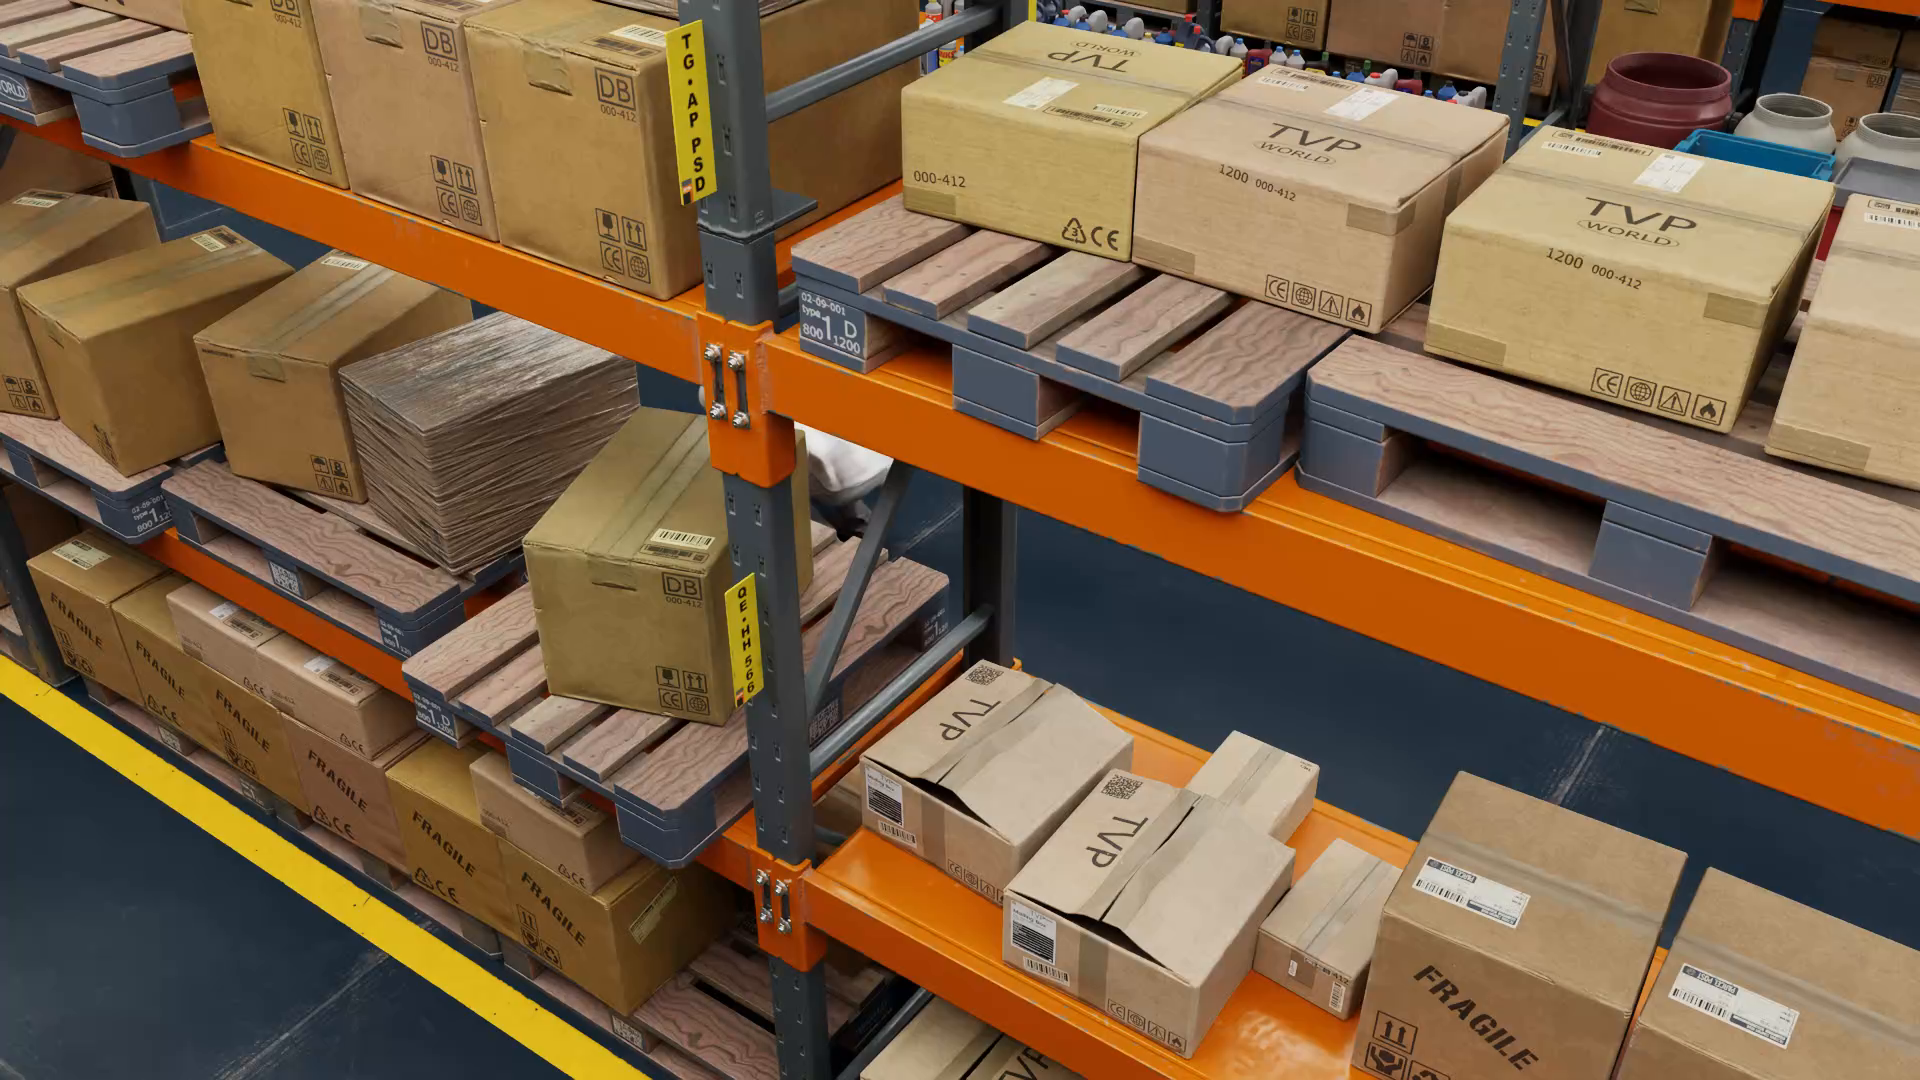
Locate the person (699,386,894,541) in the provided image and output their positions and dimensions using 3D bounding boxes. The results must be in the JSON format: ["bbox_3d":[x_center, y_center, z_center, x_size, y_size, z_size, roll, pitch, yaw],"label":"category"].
[{"bbox_3d":[-0.735,-0.337,7.515,0.988,0.792,0.507,20,39,27],"label":"person"}]
